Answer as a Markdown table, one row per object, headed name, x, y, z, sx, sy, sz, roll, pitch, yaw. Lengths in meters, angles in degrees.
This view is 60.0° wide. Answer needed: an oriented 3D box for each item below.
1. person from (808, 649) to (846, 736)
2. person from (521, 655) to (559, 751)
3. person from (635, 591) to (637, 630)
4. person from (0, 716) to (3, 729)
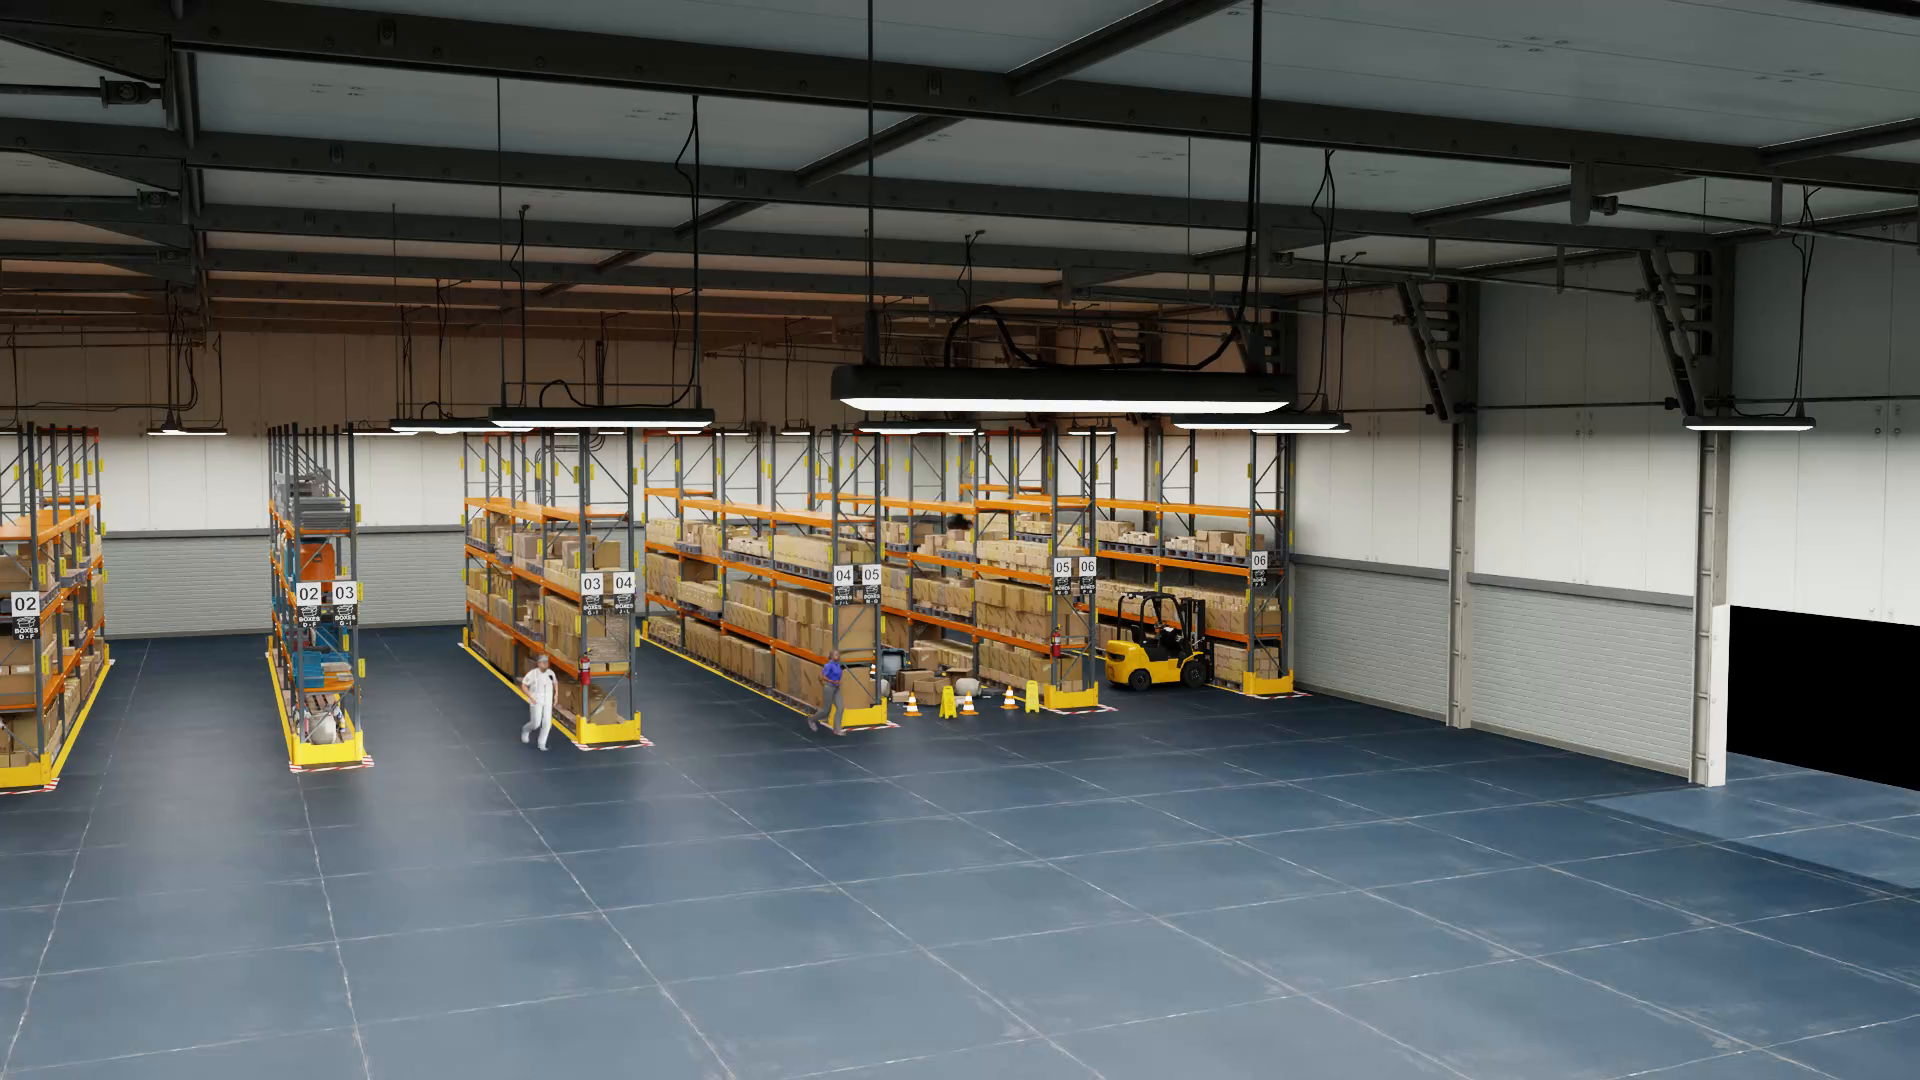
| name | x | y | z | sx | sy | sz | roll | pitch | yaw |
| --- | --- | --- | --- | --- | --- | --- | --- | --- | --- |
| person | -2.504 | 2.938 | 32.183 | 0.839 | 1.650 | 0.598 | 2 | 4 | 31 |
| person | -7.761 | 3.001 | 30.794 | 0.700 | 1.790 | 0.679 | -3 | 4 | -39 |
| person | -9.644 | 1.903 | 48.250 | 0.714 | 1.770 | 0.849 | 3 | 4 | 38 |
| person | -15.432 | 3.252 | 26.182 | 0.929 | 1.815 | 0.702 | 1 | 4 | 11 |
